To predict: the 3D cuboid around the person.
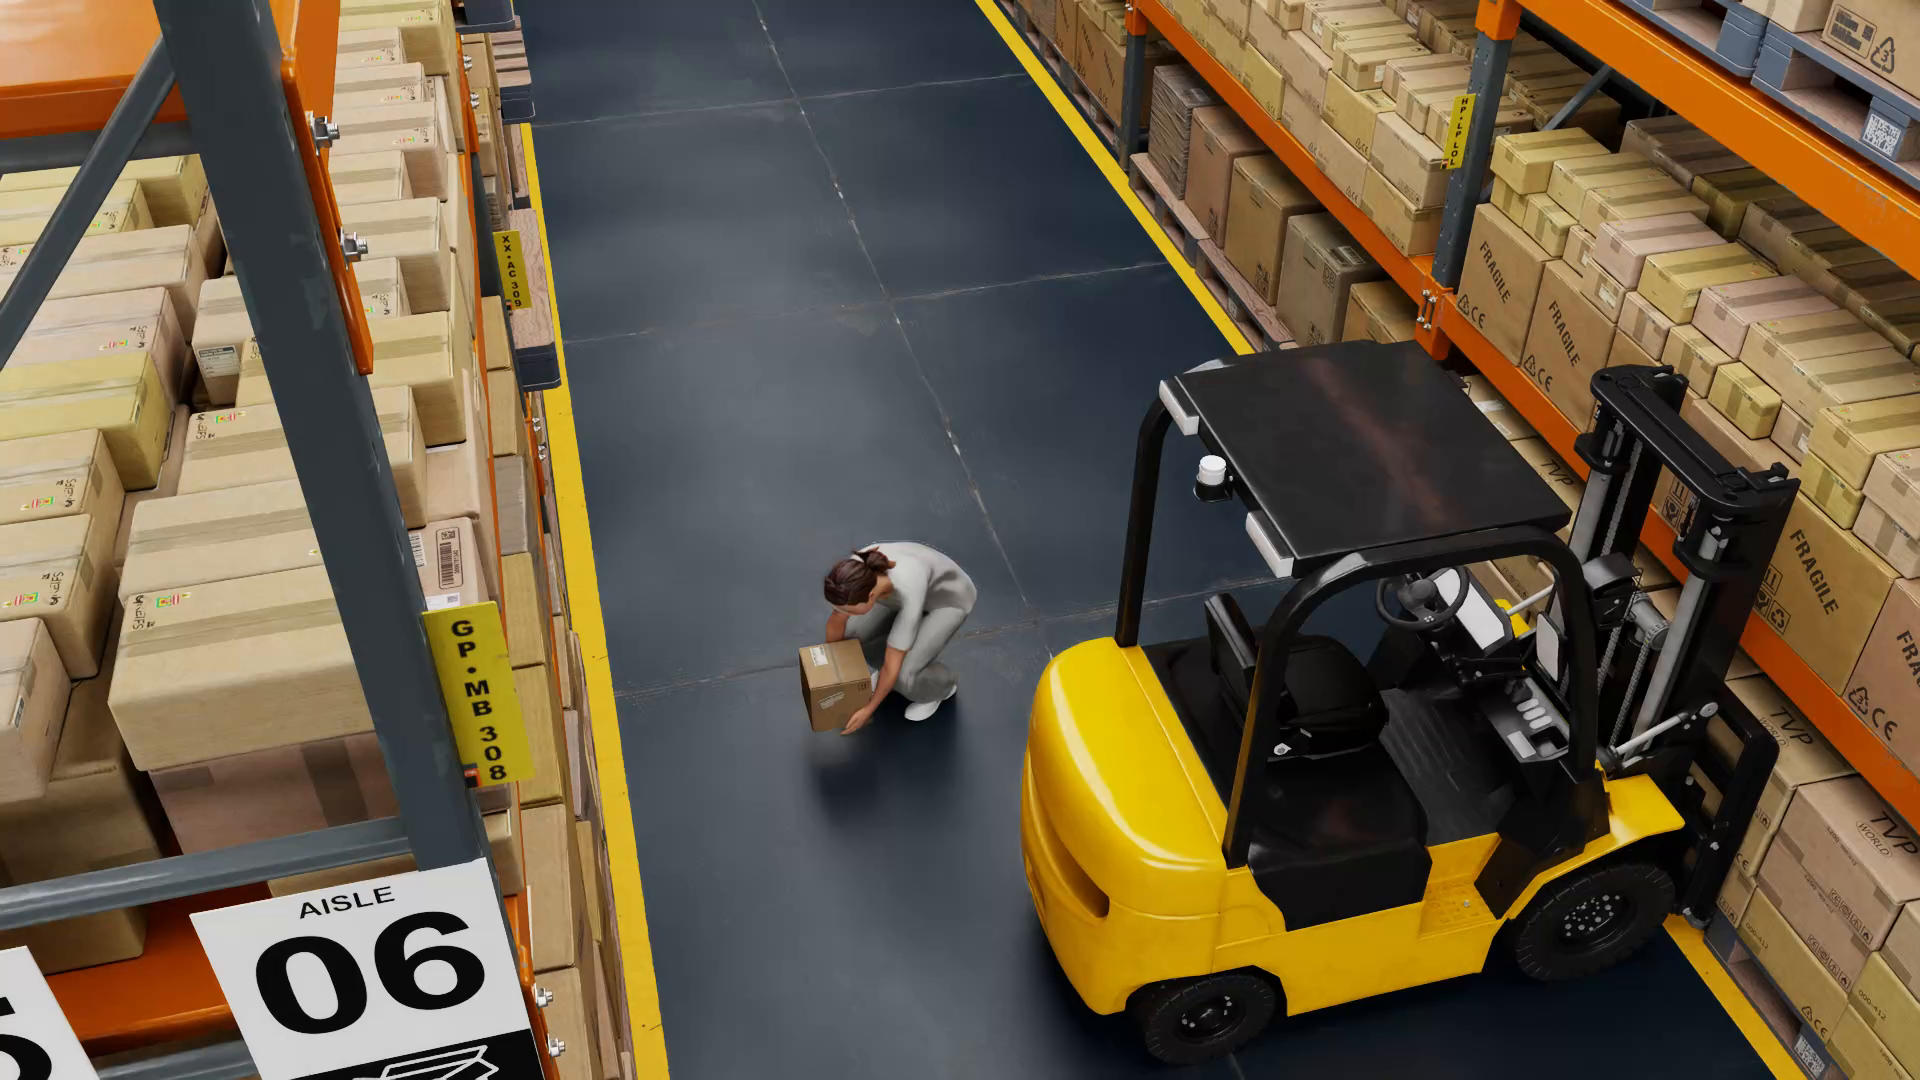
[{"bbox_3d":[-0.271,0.343,6.860,0.797,0.962,0.487,-31,48,-33],"label":"person"}]
